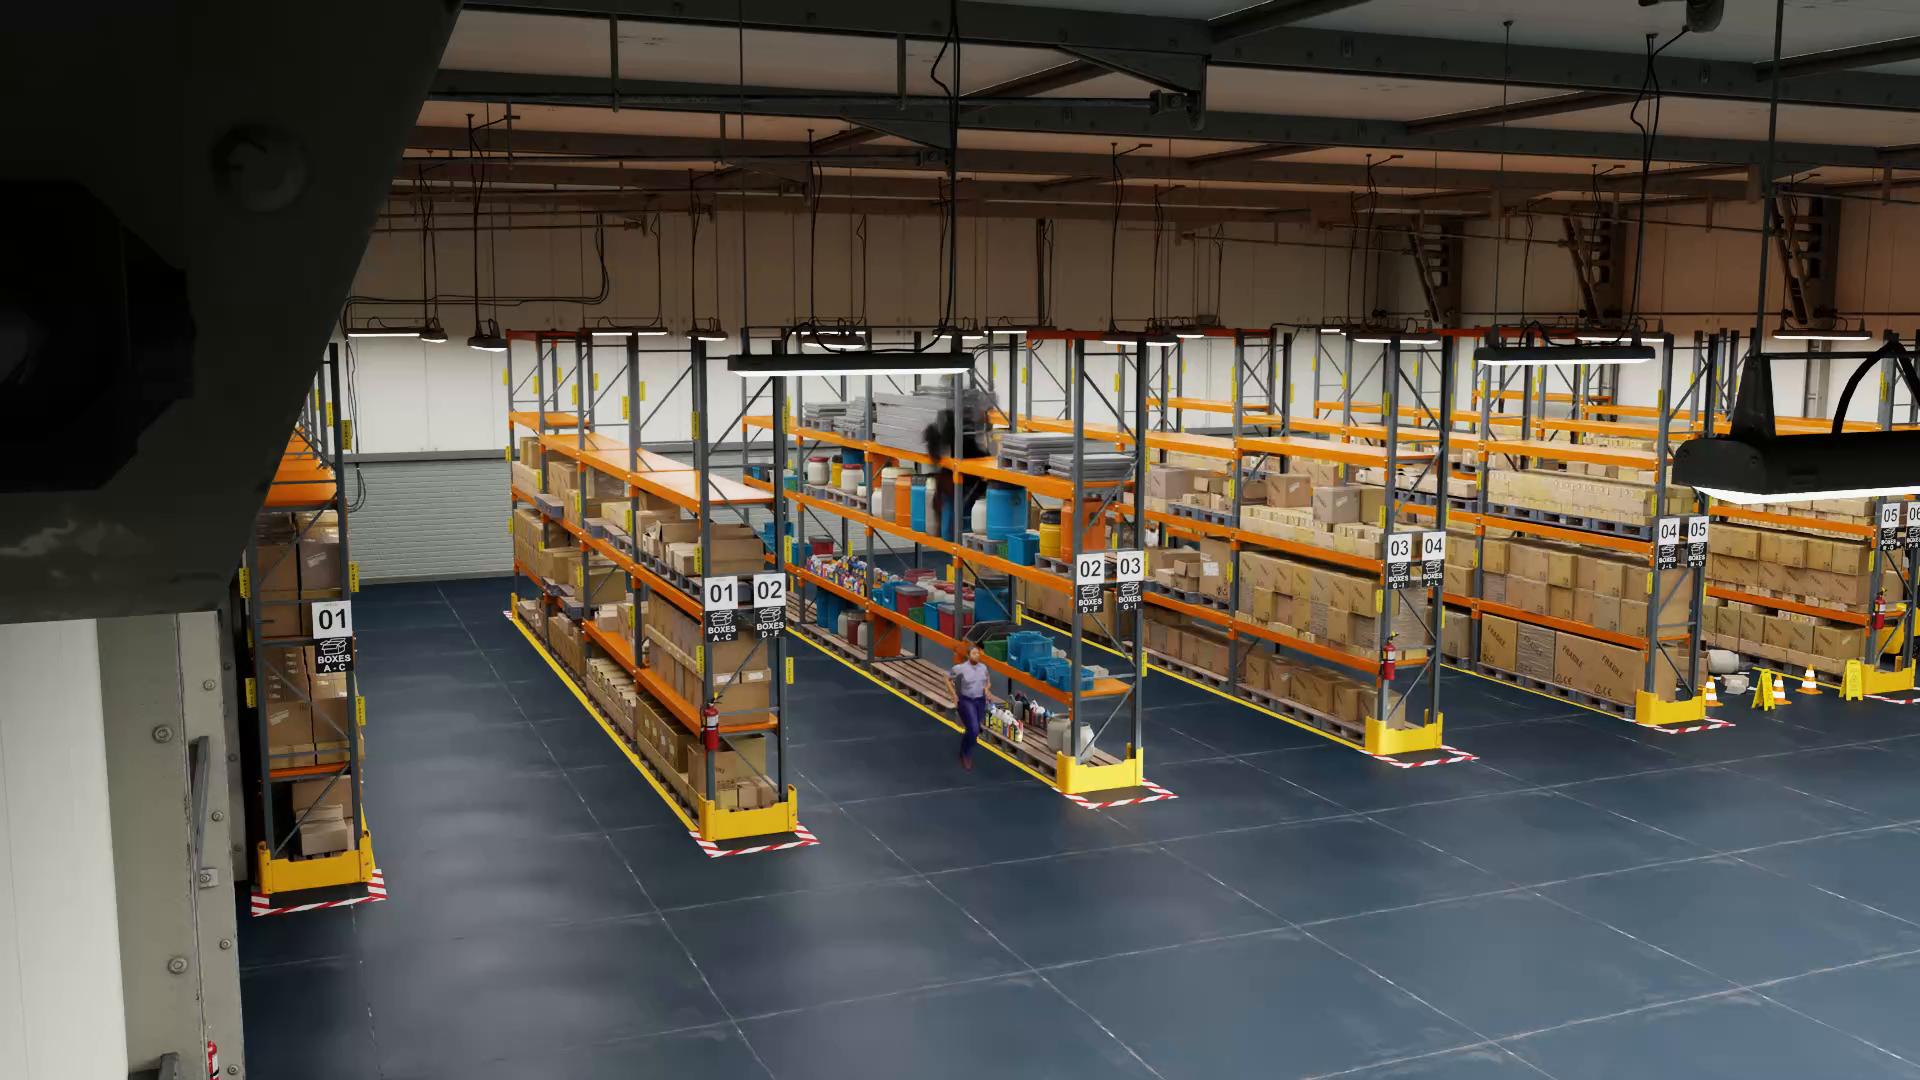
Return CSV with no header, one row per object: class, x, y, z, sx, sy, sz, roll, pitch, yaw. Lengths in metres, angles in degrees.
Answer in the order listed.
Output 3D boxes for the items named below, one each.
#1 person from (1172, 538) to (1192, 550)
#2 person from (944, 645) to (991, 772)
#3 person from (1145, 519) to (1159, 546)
person,5.584,-0.134,41.906,0.783,1.599,0.684,4,9,28
person,0.165,2.245,22.220,0.575,1.693,0.629,-6,10,-35
person,4.329,0.381,37.361,0.674,1.808,0.898,-2,8,-15
